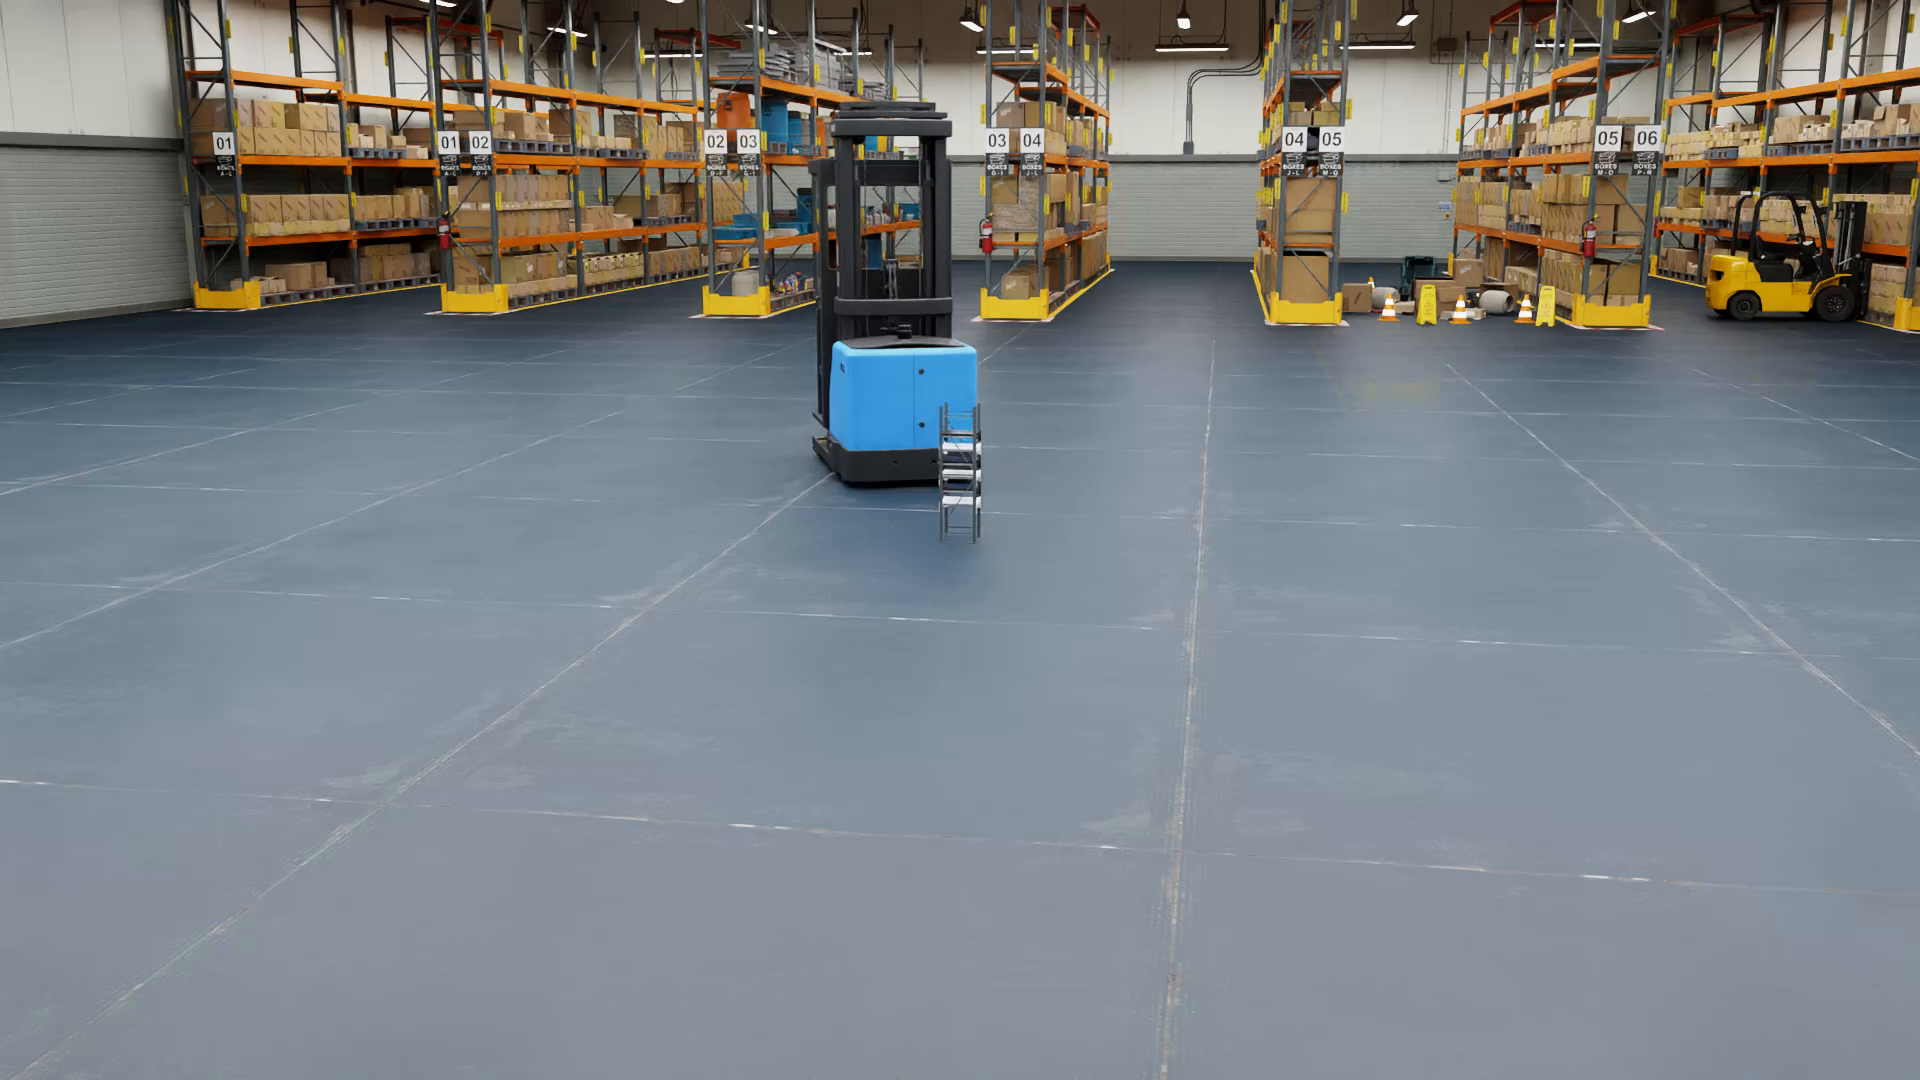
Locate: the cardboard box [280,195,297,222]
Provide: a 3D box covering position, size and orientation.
[{"bbox_3d":[-13.202,-6.411,32.150,0.500,0.500,0.500,1,12,7],"label":"cardboard box"}]

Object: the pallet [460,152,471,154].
[{"bbox_3d":[-12.298,-9.216,39.968,1.003,0.211,1.213,2,12,11],"label":"pallet"}]

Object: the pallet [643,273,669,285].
[{"bbox_3d":[-7.466,-6.105,38.821,1.003,0.211,1.213,2,12,9],"label":"pallet"}]

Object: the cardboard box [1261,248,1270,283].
[{"bbox_3d":[6.742,-5.610,34.249,1.050,0.750,0.750,2,12,10],"label":"cardboard box"}]

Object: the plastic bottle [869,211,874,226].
[{"bbox_3d":[-2.096,-7.530,38.932,0.144,0.351,0.185,2,12,9],"label":"plastic bottle"}]

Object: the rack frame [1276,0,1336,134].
[{"bbox_3d":[6.440,-8.911,30.980,1.000,3.000,0.127,2,12,9],"label":"rack frame"}]

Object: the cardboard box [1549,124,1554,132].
[{"bbox_3d":[10.976,-7.517,30.337,0.380,0.149,0.250,2,12,8],"label":"cardboard box"}]

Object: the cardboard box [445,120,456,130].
[{"bbox_3d":[-12.233,-10.109,40.599,0.500,0.250,0.500,1,12,7],"label":"cardboard box"}]

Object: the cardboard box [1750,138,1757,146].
[{"bbox_3d":[16.804,-8.341,34.867,0.380,0.149,0.250,2,12,9],"label":"cardboard box"}]

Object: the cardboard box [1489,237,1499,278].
[{"bbox_3d":[12.430,-6.351,37.388,0.875,0.875,0.875,2,12,10],"label":"cardboard box"}]

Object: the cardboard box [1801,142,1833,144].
[{"bbox_3d":[17.009,-7.999,32.993,0.500,0.250,0.500,2,12,9],"label":"cardboard box"}]

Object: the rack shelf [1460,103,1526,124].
[{"bbox_3d":[12.885,-10.306,40.111,1.077,0.370,4.000,2,12,9],"label":"rack shelf"}]

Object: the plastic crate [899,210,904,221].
[{"bbox_3d":[-1.692,-8.269,42.381,0.437,0.282,0.530,2,12,9],"label":"plastic crate"}]

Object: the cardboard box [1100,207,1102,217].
[{"bbox_3d":[3.272,-8.198,41.563,0.500,0.250,0.500,2,12,10],"label":"cardboard box"}]

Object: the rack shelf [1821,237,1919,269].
[{"bbox_3d":[15.944,-4.911,28.367,1.077,0.370,4.000,2,12,9],"label":"rack shelf"}]

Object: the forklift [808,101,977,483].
[{"bbox_3d":[-0.663,-2.137,13.950,1.130,2.935,3.031,-3,12,-12],"label":"forklift"}]

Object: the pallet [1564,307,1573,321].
[{"bbox_3d":[10.903,-3.827,28.248,1.003,0.211,1.213,2,12,9],"label":"pallet"}]

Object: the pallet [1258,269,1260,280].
[{"bbox_3d":[7.739,-6.421,40.287,1.003,0.211,1.213,2,12,9],"label":"pallet"}]

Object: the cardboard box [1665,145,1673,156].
[{"bbox_3d":[17.759,-9.631,41.095,0.500,0.250,0.500,2,12,8],"label":"cardboard box"}]

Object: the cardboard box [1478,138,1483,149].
[{"bbox_3d":[12.359,-9.302,39.001,0.396,0.266,0.258,2,12,10],"label":"cardboard box"}]

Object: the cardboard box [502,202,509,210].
[{"bbox_3d":[-8.537,-6.145,30.608,0.380,0.149,0.250,2,12,7],"label":"cardboard box"}]

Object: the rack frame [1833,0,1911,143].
[{"bbox_3d":[16.252,-8.611,29.591,1.000,3.000,0.127,2,12,9],"label":"rack frame"}]

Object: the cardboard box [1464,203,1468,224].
[{"bbox_3d":[12.628,-7.979,40.658,0.500,0.500,0.500,2,12,11],"label":"cardboard box"}]

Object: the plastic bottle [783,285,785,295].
[{"bbox_3d":[-3.352,-4.724,31.389,0.097,0.201,0.097,0,12,0],"label":"plastic bottle"}]

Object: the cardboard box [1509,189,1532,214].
[{"bbox_3d":[11.664,-6.985,34.343,0.500,0.500,0.500,2,12,7],"label":"cardboard box"}]

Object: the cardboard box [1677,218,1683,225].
[{"bbox_3d":[17.508,-7.672,40.070,0.380,0.149,0.250,2,12,10],"label":"cardboard box"}]

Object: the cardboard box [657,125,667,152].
[{"bbox_3d":[-7.355,-9.536,39.530,0.600,0.600,0.600,1,12,6],"label":"cardboard box"}]

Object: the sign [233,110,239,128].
[{"bbox_3d":[-13.208,-7.685,30.336,0.100,0.325,0.005,2,12,9],"label":"sign"}]

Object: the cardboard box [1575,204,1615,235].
[{"bbox_3d":[10.543,-5.322,27.626,0.500,0.500,0.500,2,12,8],"label":"cardboard box"}]

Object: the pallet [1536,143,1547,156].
[{"bbox_3d":[11.547,-7.338,31.250,1.213,0.211,1.003,2,12,9],"label":"pallet"}]

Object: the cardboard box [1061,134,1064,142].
[{"bbox_3d":[1.790,-7.671,31.756,0.380,0.149,0.250,2,12,10],"label":"cardboard box"}]

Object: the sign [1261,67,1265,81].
[{"bbox_3d":[7.750,-11.922,42.546,0.100,0.325,0.005,2,12,9],"label":"sign"}]

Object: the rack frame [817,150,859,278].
[{"bbox_3d":[-2.724,-7.153,37.064,1.000,3.000,0.127,2,12,9],"label":"rack frame"}]

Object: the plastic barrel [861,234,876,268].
[{"bbox_3d":[-2.318,-6.905,39.897,0.600,0.901,0.708,2,12,9],"label":"plastic barrel"}]

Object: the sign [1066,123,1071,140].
[{"bbox_3d":[2.092,-7.863,32.011,0.100,0.325,0.005,2,12,9],"label":"sign"}]

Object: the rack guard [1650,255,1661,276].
[{"bbox_3d":[18.086,-6.939,42.004,1.175,0.500,0.348,2,12,9],"label":"rack guard"}]

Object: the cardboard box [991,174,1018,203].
[{"bbox_3d":[0.780,-6.133,29.013,0.500,0.500,0.500,2,12,9],"label":"cardboard box"}]

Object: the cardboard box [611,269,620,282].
[{"bbox_3d":[-7.690,-5.739,36.032,0.500,0.250,0.500,2,12,10],"label":"cardboard box"}]

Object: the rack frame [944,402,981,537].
[{"bbox_3d":[0.017,-0.463,11.005,0.240,0.900,0.006,2,12,9],"label":"rack frame"}]

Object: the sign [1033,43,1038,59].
[{"bbox_3d":[1.621,-10.476,35.652,0.100,0.325,0.005,2,12,9],"label":"sign"}]

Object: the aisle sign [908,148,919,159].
[{"bbox_3d":[-1.193,-10.094,44.543,0.394,0.787,0.004,2,12,9],"label":"aisle sign"}]

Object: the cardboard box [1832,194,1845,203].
[{"bbox_3d":[15.910,-6.133,29.849,0.380,0.149,0.250,2,12,10],"label":"cardboard box"}]

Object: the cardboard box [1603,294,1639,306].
[{"bbox_3d":[11.129,-4.026,28.085,0.500,0.250,0.500,2,12,8],"label":"cardboard box"}]

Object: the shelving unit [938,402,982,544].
[{"bbox_3d":[0.001,-0.442,10.906,0.258,0.900,0.210,2,12,9],"label":"shelving unit"}]

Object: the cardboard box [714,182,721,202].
[{"bbox_3d":[-6.494,-8.988,42.968,0.500,0.500,0.500,2,12,7],"label":"cardboard box"}]

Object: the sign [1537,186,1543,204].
[{"bbox_3d":[10.798,-6.422,30.923,0.100,0.325,0.005,2,12,9],"label":"sign"}]

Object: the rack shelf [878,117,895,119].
[{"bbox_3d":[-1.801,-10.787,42.345,1.077,0.370,4.000,2,12,9],"label":"rack shelf"}]

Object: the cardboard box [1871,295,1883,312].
[{"bbox_3d":[15.483,-3.918,27.585,0.500,0.250,0.500,2,12,9],"label":"cardboard box"}]

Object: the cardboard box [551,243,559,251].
[{"bbox_3d":[-11.369,-7.869,45.325,0.700,0.500,0.500,2,12,8],"label":"cardboard box"}]

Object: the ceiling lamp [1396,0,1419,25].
[{"bbox_3d":[10.291,-13.187,36.968,0.800,3.185,2.000,2,12,9],"label":"ceiling lamp"}]

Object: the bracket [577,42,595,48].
[{"bbox_3d":[-11.034,-14.867,50.074,0.076,0.066,3.189,2,12,9],"label":"bracket"}]
